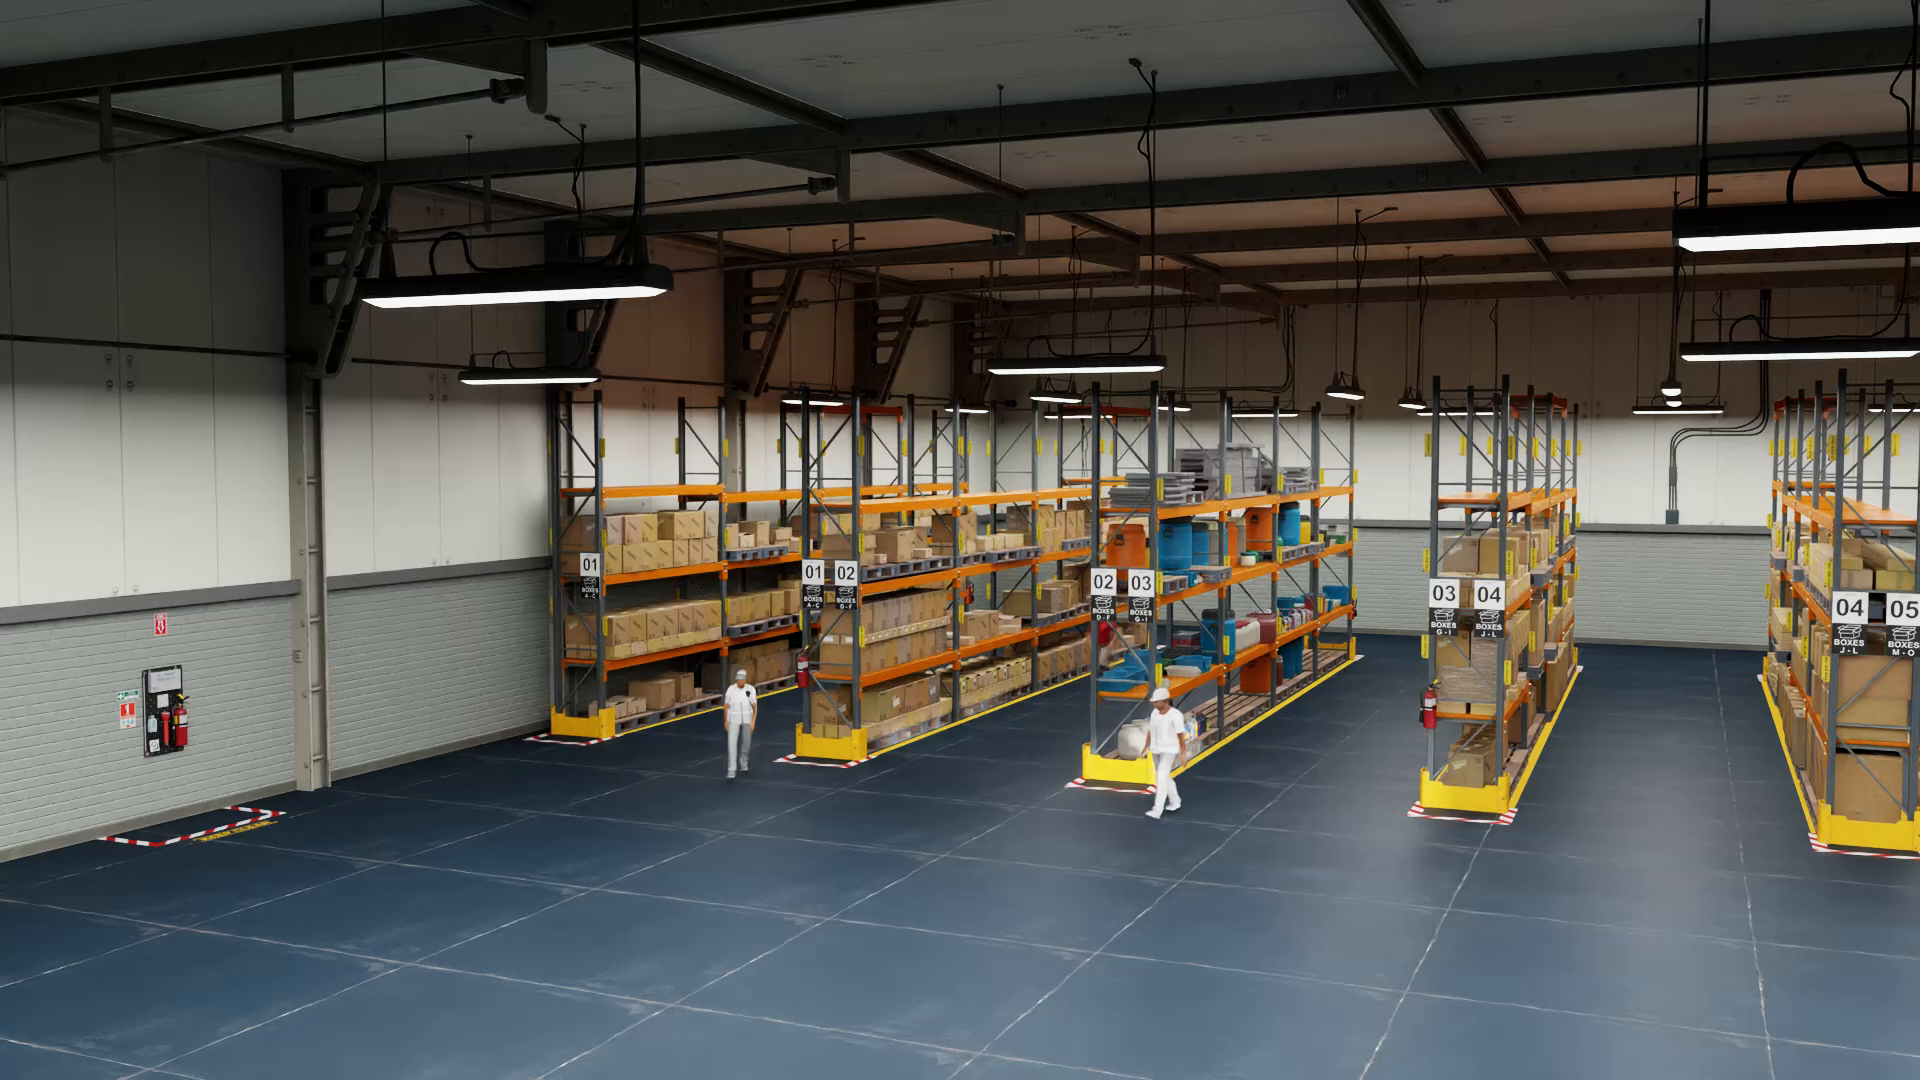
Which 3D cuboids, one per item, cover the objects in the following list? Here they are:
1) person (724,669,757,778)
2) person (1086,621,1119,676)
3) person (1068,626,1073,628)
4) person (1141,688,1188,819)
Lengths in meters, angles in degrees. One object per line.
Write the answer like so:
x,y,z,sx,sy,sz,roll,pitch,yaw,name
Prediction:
-3.350,2.773,25.325,0.527,1.607,0.982,-1,3,-15,person
3.004,2.253,35.000,0.696,1.641,0.734,2,4,33,person
2.797,1.653,46.364,0.931,1.551,0.396,2,4,32,person
2.733,2.885,22.659,0.911,1.737,0.634,-2,4,-35,person
